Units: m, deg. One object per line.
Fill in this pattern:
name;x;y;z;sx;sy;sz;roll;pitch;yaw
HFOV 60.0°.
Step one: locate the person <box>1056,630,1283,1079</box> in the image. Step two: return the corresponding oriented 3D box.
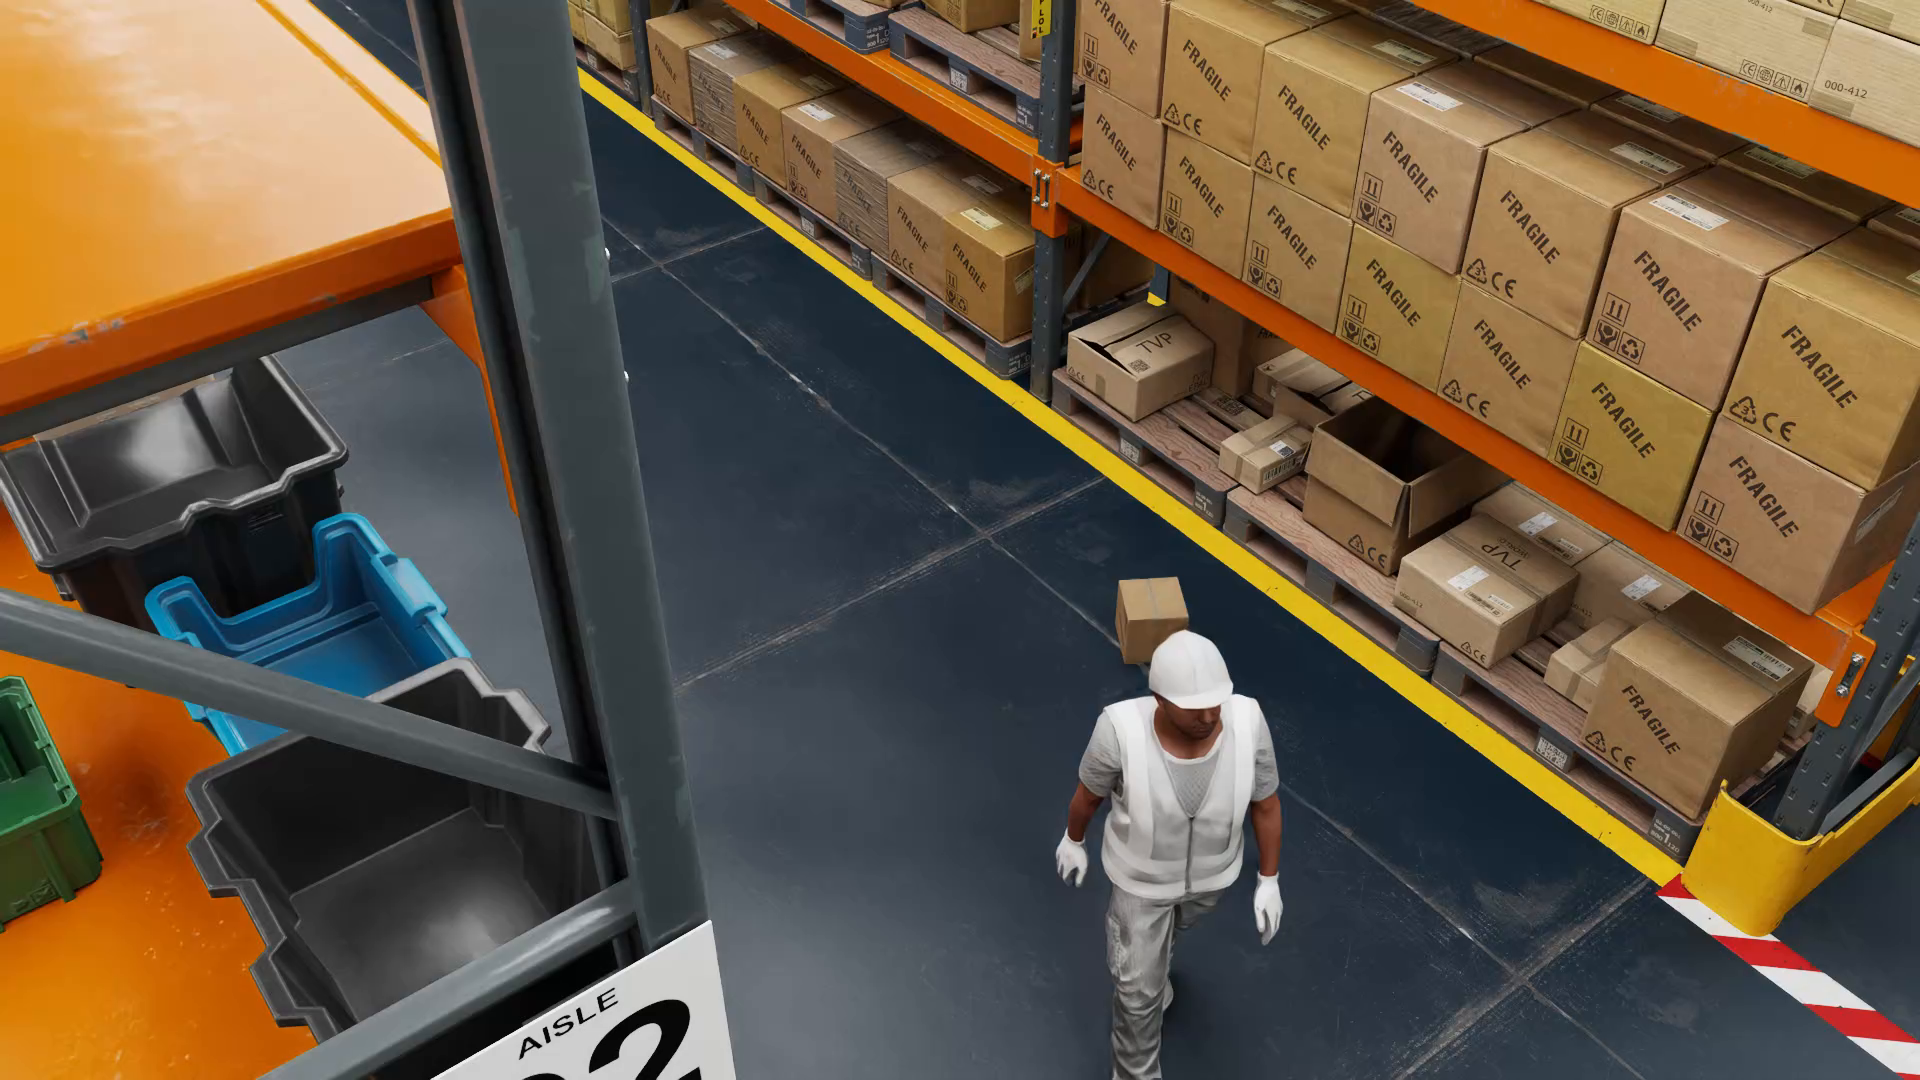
person;0.640;1.023;4.912;0.608;1.788;0.853;-8;41;-9
